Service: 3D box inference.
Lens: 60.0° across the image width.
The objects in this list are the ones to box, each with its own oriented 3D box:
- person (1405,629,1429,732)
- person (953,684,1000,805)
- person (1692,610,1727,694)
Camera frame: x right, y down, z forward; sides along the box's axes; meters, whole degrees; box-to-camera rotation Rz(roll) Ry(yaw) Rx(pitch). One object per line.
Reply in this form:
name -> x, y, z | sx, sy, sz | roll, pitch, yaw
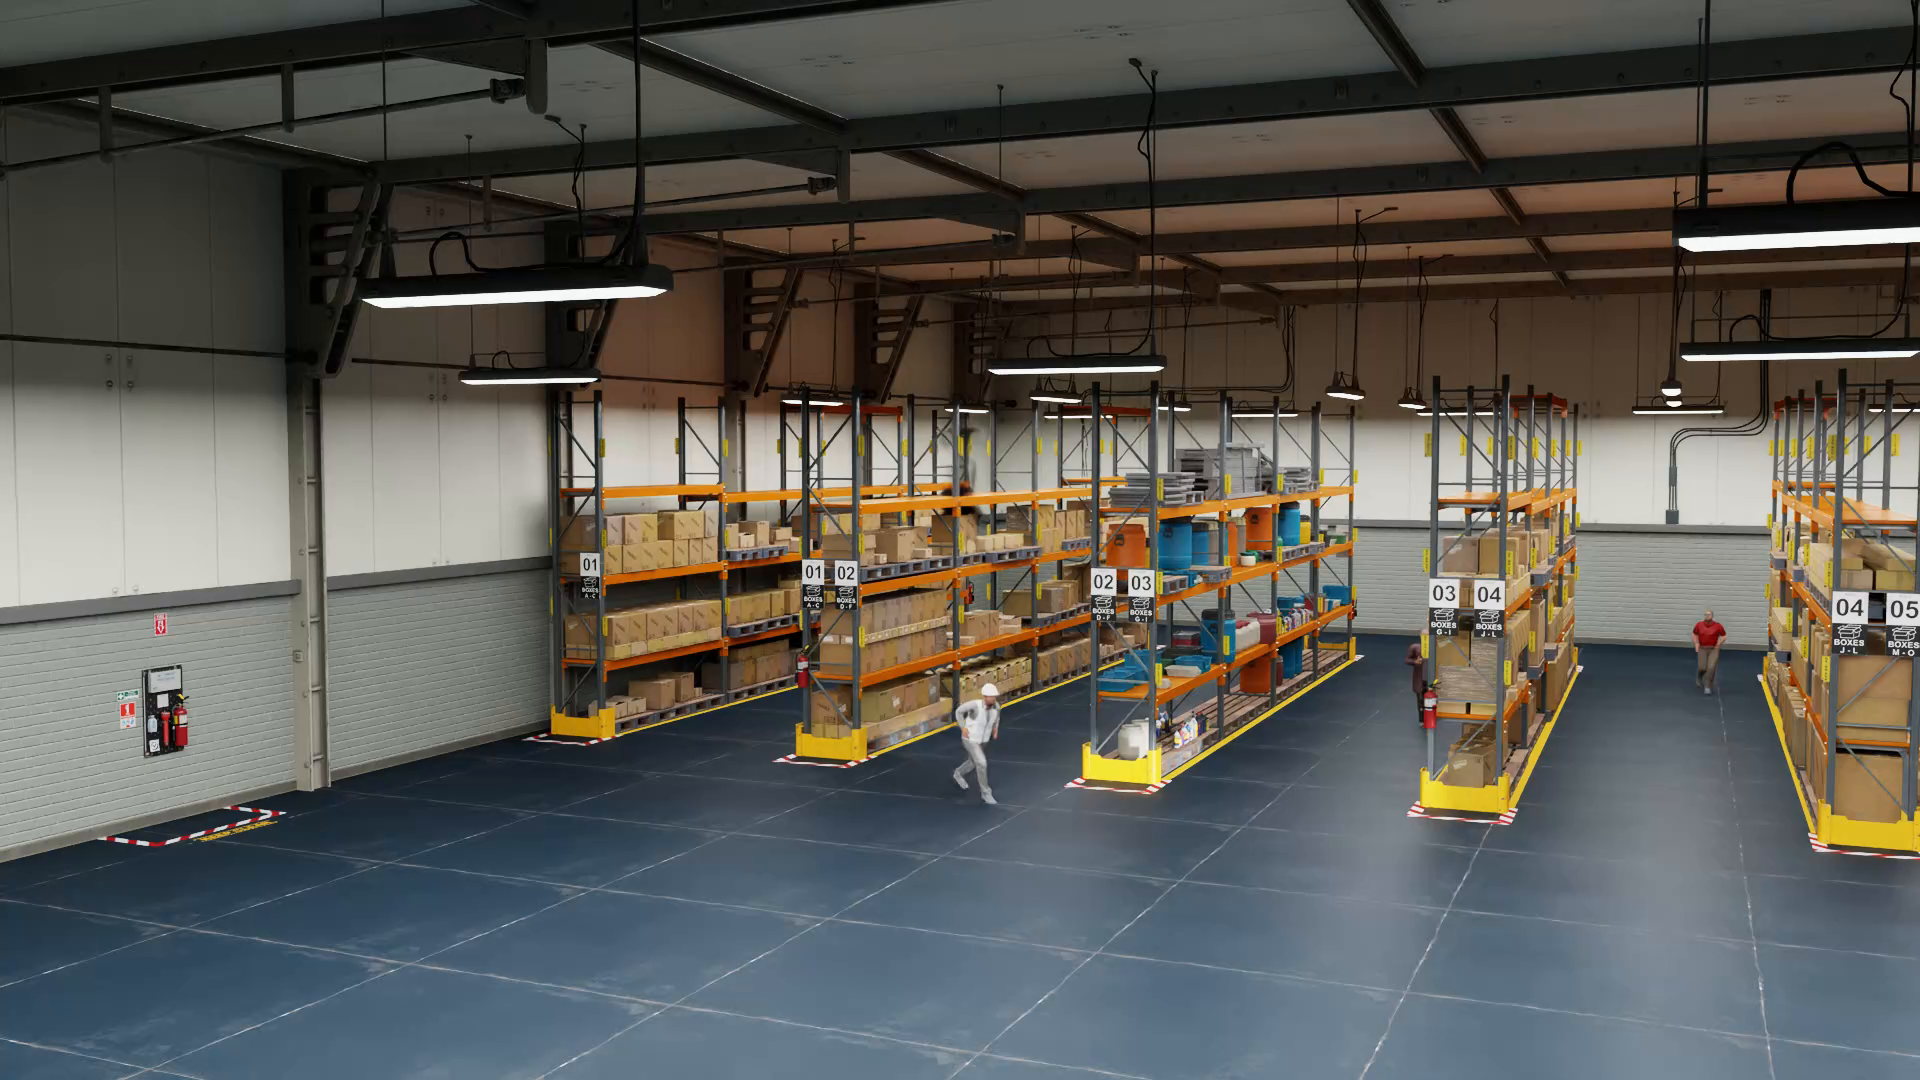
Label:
person -> 8.196, 2.478, 29.319 | 0.697, 1.828, 0.916 | 1, 3, 16
person -> 0.201, 2.867, 23.688 | 0.697, 1.731, 1.049 | -2, 4, -33
person -> 15.342, 2.287, 34.057 | 0.653, 1.696, 0.645 | 2, 4, 27
